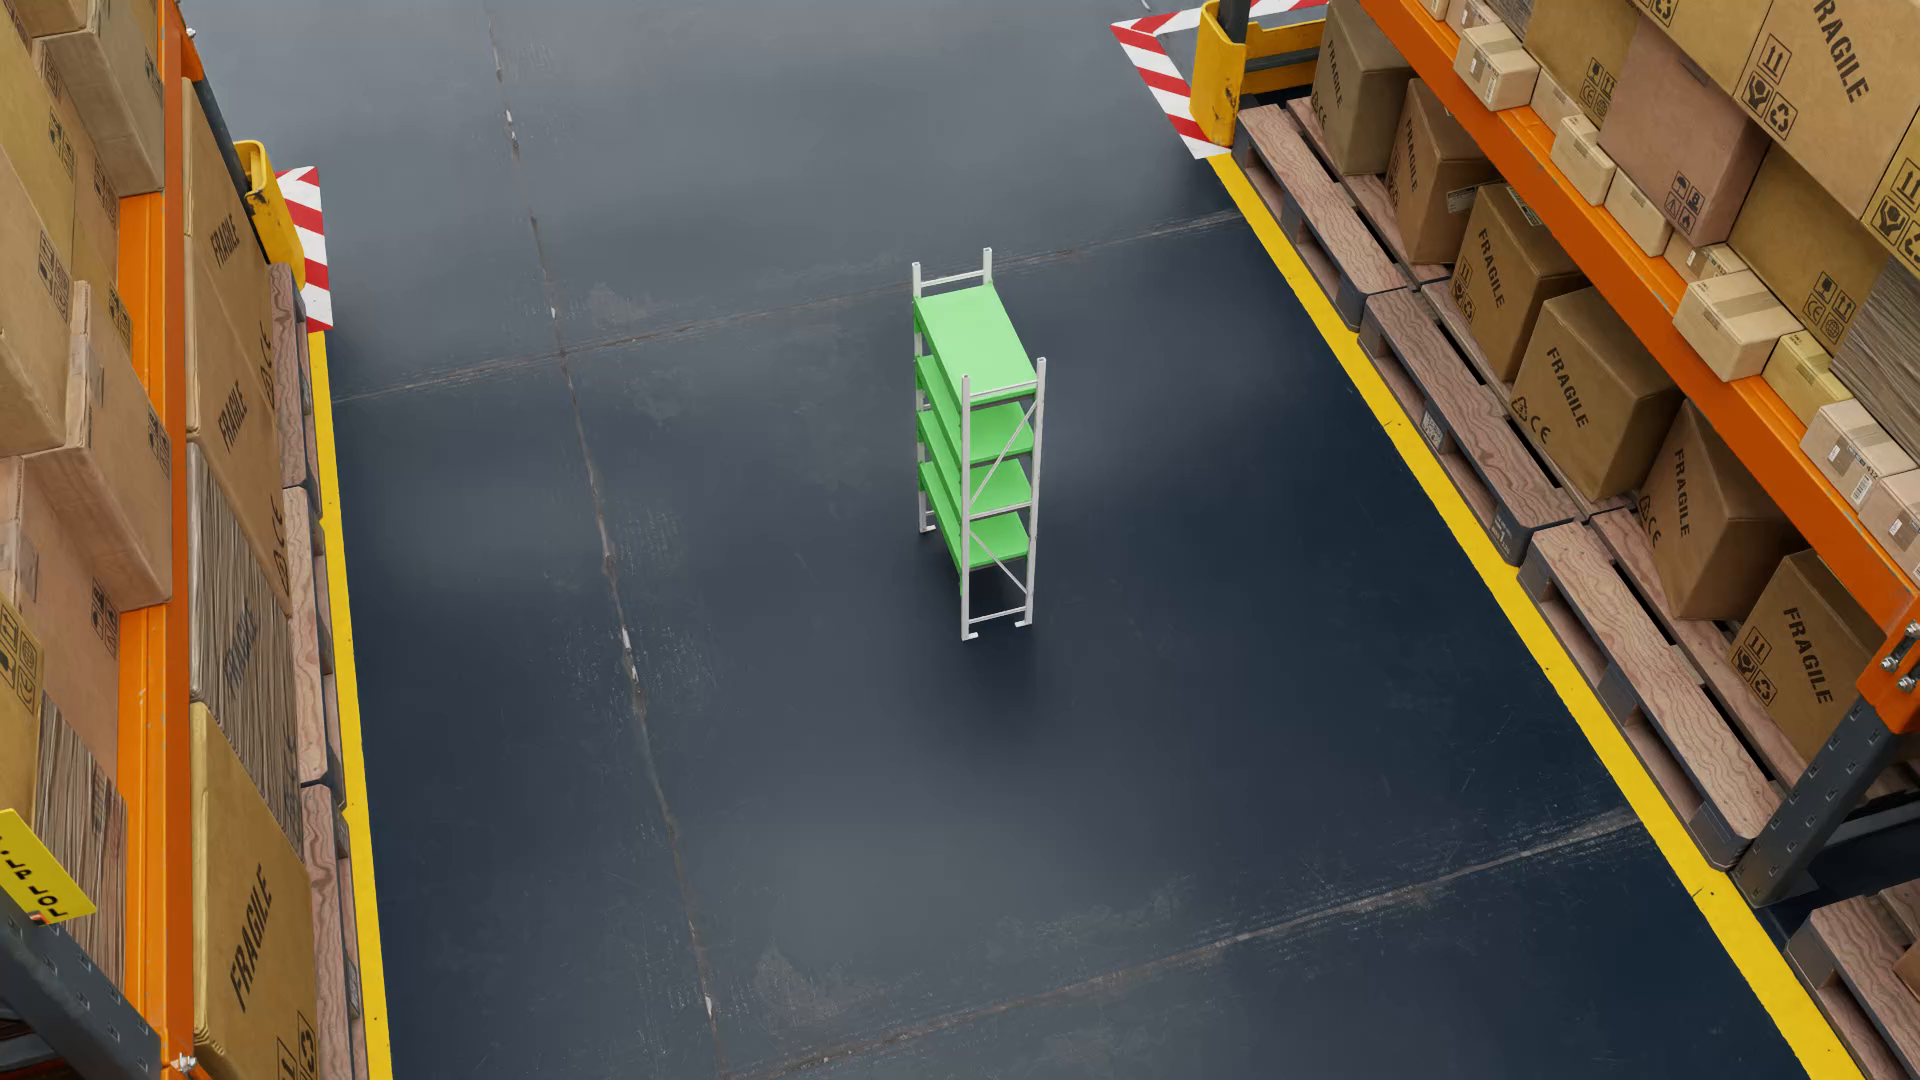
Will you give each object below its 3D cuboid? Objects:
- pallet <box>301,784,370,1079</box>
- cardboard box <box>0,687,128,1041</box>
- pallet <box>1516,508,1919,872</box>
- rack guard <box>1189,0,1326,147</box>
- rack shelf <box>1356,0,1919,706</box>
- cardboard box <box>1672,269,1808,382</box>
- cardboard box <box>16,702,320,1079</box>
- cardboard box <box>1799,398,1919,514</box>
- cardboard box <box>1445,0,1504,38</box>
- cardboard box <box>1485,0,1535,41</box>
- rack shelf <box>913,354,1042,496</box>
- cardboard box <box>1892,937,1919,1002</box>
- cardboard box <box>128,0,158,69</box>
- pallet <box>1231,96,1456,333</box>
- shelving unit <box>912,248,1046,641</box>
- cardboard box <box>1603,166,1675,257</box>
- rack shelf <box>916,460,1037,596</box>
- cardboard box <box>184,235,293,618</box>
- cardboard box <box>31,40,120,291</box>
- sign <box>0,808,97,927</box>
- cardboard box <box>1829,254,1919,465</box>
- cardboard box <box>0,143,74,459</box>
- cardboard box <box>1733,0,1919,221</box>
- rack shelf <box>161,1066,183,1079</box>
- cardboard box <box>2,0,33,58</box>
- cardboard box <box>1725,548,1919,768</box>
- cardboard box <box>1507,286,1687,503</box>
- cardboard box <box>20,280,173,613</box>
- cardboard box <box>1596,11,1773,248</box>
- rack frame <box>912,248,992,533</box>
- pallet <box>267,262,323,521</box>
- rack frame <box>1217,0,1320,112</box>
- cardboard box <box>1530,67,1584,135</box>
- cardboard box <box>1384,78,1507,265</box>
[{"bbox_3d":[-2.152,1.328,4.492,1.003,0.211,1.213,-13,51,-11],"label":"pallet"},{"bbox_3d":[-2.122,0.687,3.111,0.875,0.550,0.550,-13,51,-11],"label":"cardboard box"},{"bbox_3d":[2.534,0.371,5.299,1.003,0.211,1.213,-13,51,-11],"label":"pallet"},{"bbox_3d":[1.606,-2.106,7.198,1.175,0.500,0.348,-13,51,-11],"label":"rack guard"},{"bbox_3d":[2.175,-1.274,5.333,1.077,0.370,4.000,-13,51,-11],"label":"rack shelf"},{"bbox_3d":[2.160,-0.593,4.452,0.380,0.149,0.250,-13,51,-11],"label":"cardboard box"},{"bbox_3d":[-2.121,1.077,3.995,0.875,0.875,0.875,-13,51,-10],"label":"cardboard box"},{"bbox_3d":[2.357,-0.240,4.154,0.380,0.149,0.250,-13,51,-11],"label":"cardboard box"},{"bbox_3d":[1.816,-1.712,5.396,0.380,0.149,0.250,-13,51,-11],"label":"cardboard box"},{"bbox_3d":[2.089,-1.974,5.192,0.875,0.500,0.500,-13,51,-11],"label":"cardboard box"},{"bbox_3d":[0.049,-0.379,5.055,0.258,0.148,0.480,-13,51,-11],"label":"rack shelf"},{"bbox_3d":[2.927,1.072,4.232,0.700,0.500,0.500,-17,52,-14],"label":"cardboard box"},{"bbox_3d":[-3.032,-1.707,5.129,0.875,0.550,0.550,-13,51,-11],"label":"cardboard box"},{"bbox_3d":[1.812,-1.411,6.802,1.003,0.211,1.213,-13,51,-11],"label":"pallet"},{"bbox_3d":[0.049,-0.266,5.189,0.258,1.200,0.503,-13,51,-11],"label":"shelving unit"},{"bbox_3d":[2.099,-0.979,4.778,0.380,0.149,0.250,-13,51,-11],"label":"cardboard box"},{"bbox_3d":[0.049,-0.070,5.422,0.258,0.148,0.480,-13,51,-11],"label":"rack shelf"},{"bbox_3d":[-2.659,-0.247,5.111,0.875,0.875,0.875,-14,51,-12],"label":"cardboard box"},{"bbox_3d":[-2.803,-0.873,4.426,0.875,0.550,0.550,-13,51,-11],"label":"cardboard box"},{"bbox_3d":[-1.486,0.525,2.640,0.100,0.325,0.005,-13,51,-11],"label":"sign"},{"bbox_3d":[2.692,-0.516,3.963,0.875,0.500,0.500,-13,51,-11],"label":"cardboard box"},{"bbox_3d":[-2.380,-0.472,3.382,0.875,0.550,0.550,-13,51,-11],"label":"cardboard box"},{"bbox_3d":[2.221,-1.127,3.824,0.500,0.500,0.500,-13,51,-11],"label":"cardboard box"},{"bbox_3d":[-1.410,2.695,1.987,1.077,0.370,4.000,-13,51,-11],"label":"rack shelf"},{"bbox_3d":[-2.825,-1.215,4.008,0.875,0.550,0.550,-13,51,-11],"label":"cardboard box"},{"bbox_3d":[2.686,0.324,4.875,0.500,0.500,0.500,-15,51,-12],"label":"cardboard box"},{"bbox_3d":[2.251,-0.528,5.594,0.500,0.500,0.500,-17,52,-14],"label":"cardboard box"},{"bbox_3d":[-2.354,-0.130,3.800,0.875,0.550,0.550,-13,51,-11],"label":"cardboard box"},{"bbox_3d":[2.334,-1.232,4.566,0.875,0.500,0.500,-13,51,-11],"label":"cardboard box"},{"bbox_3d":[-0.023,-0.444,5.340,0.240,1.200,0.015,-13,51,-11],"label":"rack frame"},{"bbox_3d":[-2.874,-0.454,5.995,1.003,0.211,1.213,-13,51,-11],"label":"pallet"},{"bbox_3d":[1.583,-2.967,6.289,1.000,3.000,0.127,-13,51,-11],"label":"rack frame"},{"bbox_3d":[1.991,-1.354,5.094,0.380,0.149,0.250,-13,51,-11],"label":"cardboard box"},{"bbox_3d":[1.961,-1.408,6.335,0.500,0.500,0.500,-2,50,-1],"label":"cardboard box"}]
